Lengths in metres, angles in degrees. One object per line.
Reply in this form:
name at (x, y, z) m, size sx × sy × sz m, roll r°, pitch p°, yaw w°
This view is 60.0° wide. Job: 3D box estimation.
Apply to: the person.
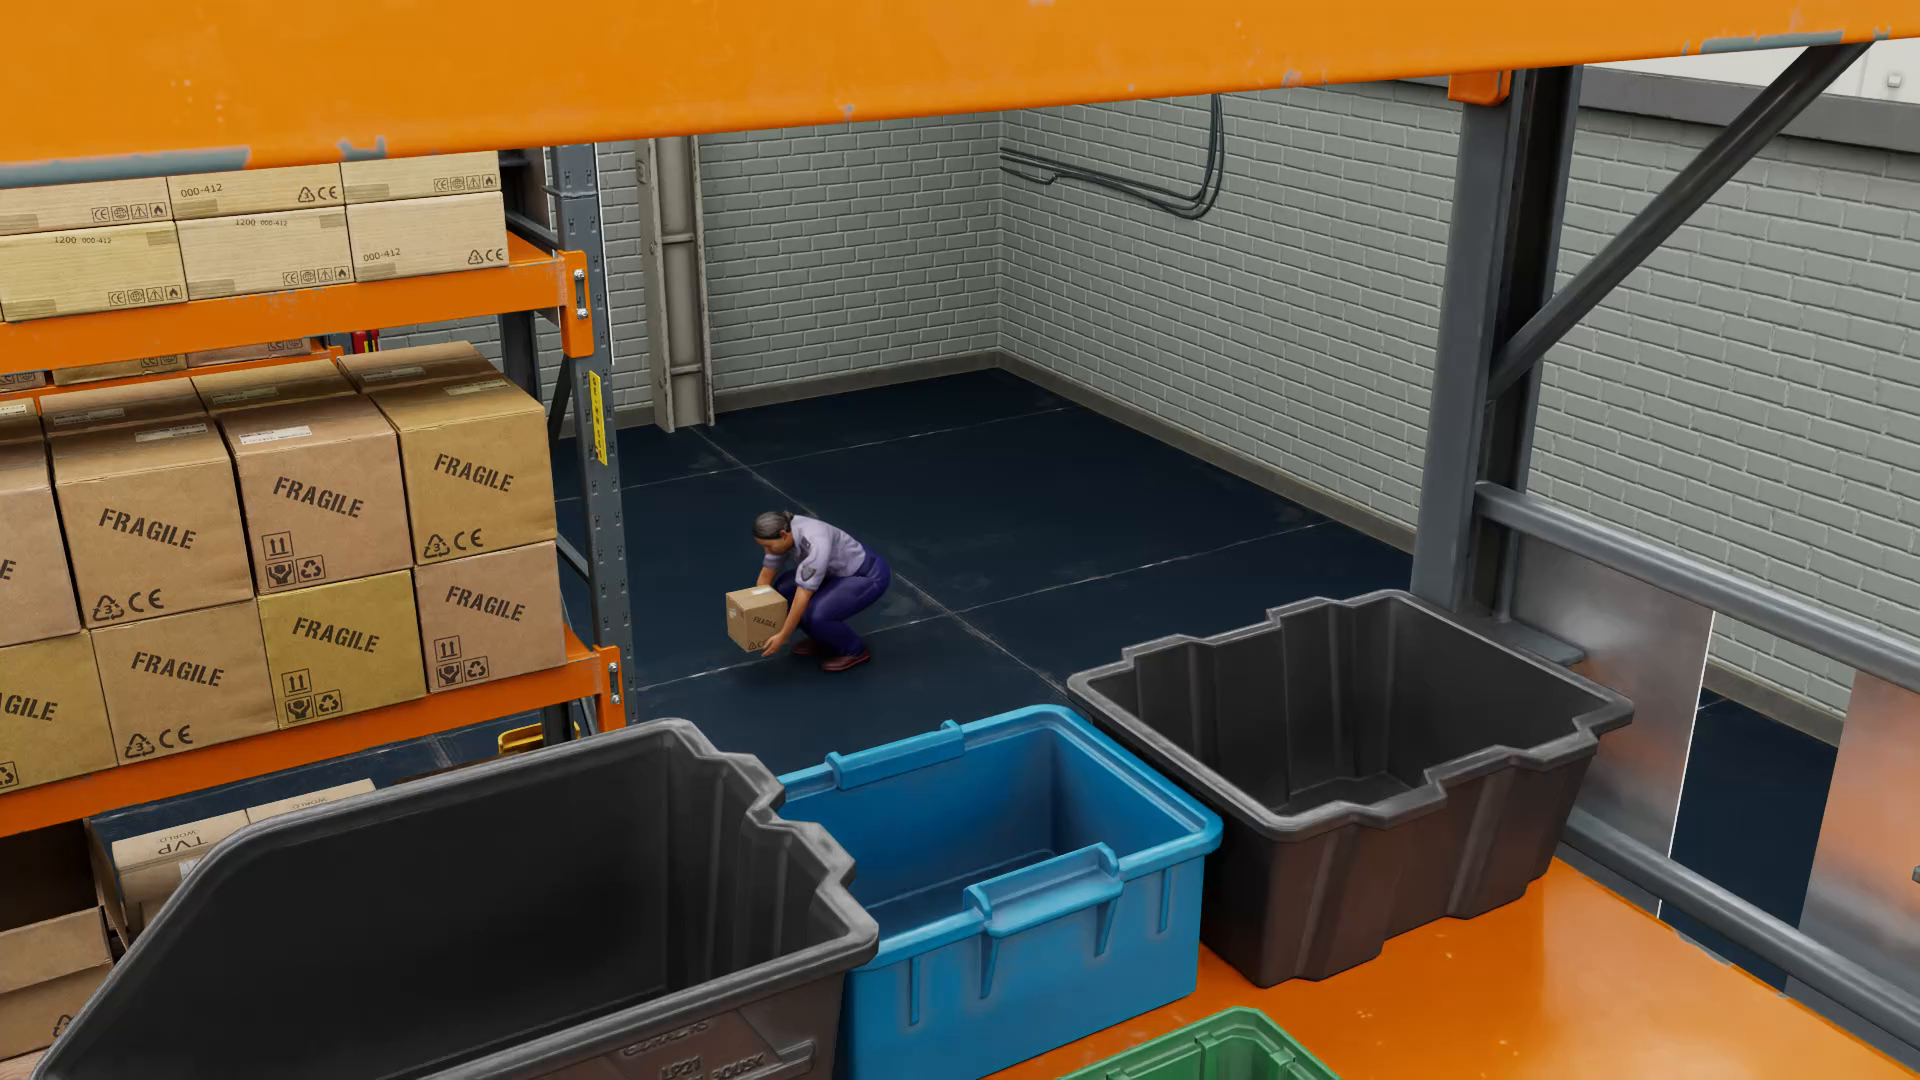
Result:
person at (-0.774, 0.228, 8.983) m, size 0.821 × 0.954 × 0.517 m, roll -13°, pitch 25°, yaw -28°
